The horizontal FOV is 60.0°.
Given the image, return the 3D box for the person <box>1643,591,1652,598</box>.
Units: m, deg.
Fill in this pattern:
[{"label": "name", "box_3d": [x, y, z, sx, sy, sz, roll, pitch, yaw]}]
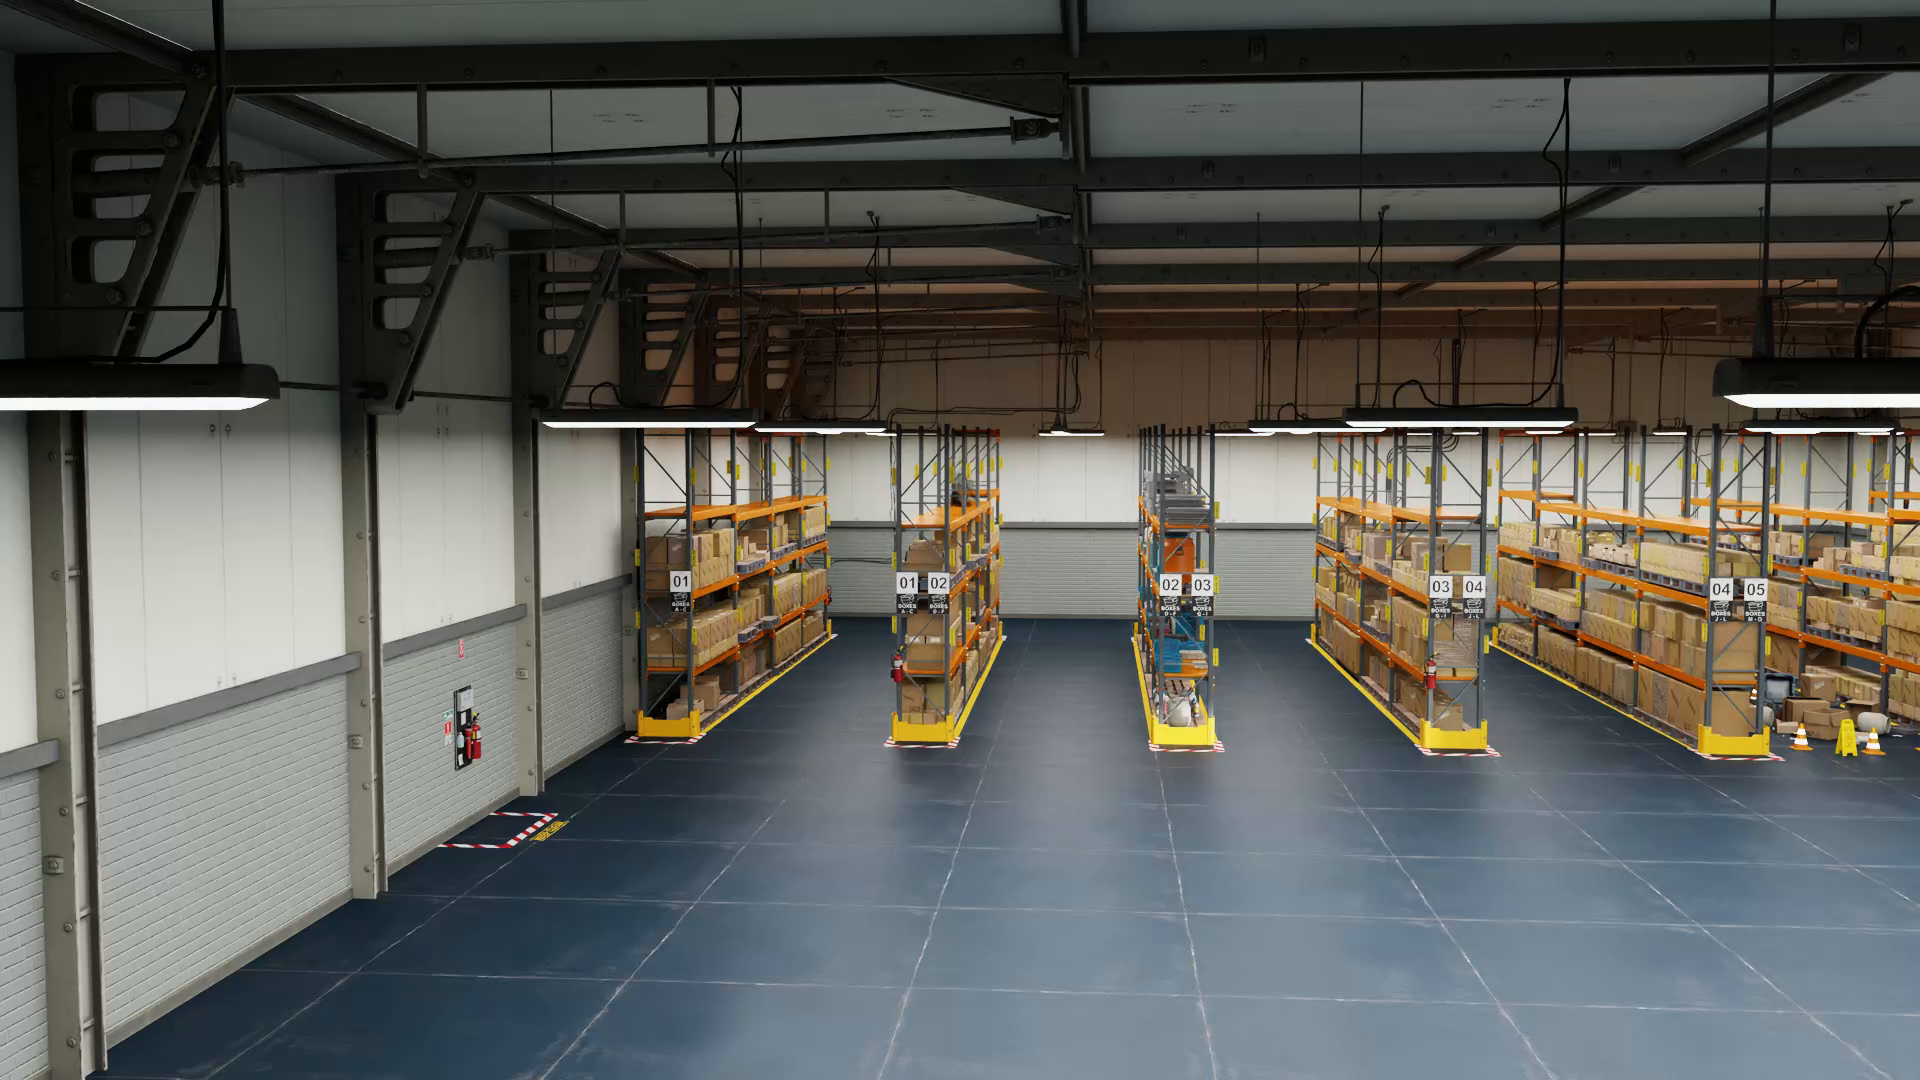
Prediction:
[{"label": "person", "box_3d": [19.449, 2.018, 47.287, 0.894, 1.652, 0.612, 0, 3, 7]}]
